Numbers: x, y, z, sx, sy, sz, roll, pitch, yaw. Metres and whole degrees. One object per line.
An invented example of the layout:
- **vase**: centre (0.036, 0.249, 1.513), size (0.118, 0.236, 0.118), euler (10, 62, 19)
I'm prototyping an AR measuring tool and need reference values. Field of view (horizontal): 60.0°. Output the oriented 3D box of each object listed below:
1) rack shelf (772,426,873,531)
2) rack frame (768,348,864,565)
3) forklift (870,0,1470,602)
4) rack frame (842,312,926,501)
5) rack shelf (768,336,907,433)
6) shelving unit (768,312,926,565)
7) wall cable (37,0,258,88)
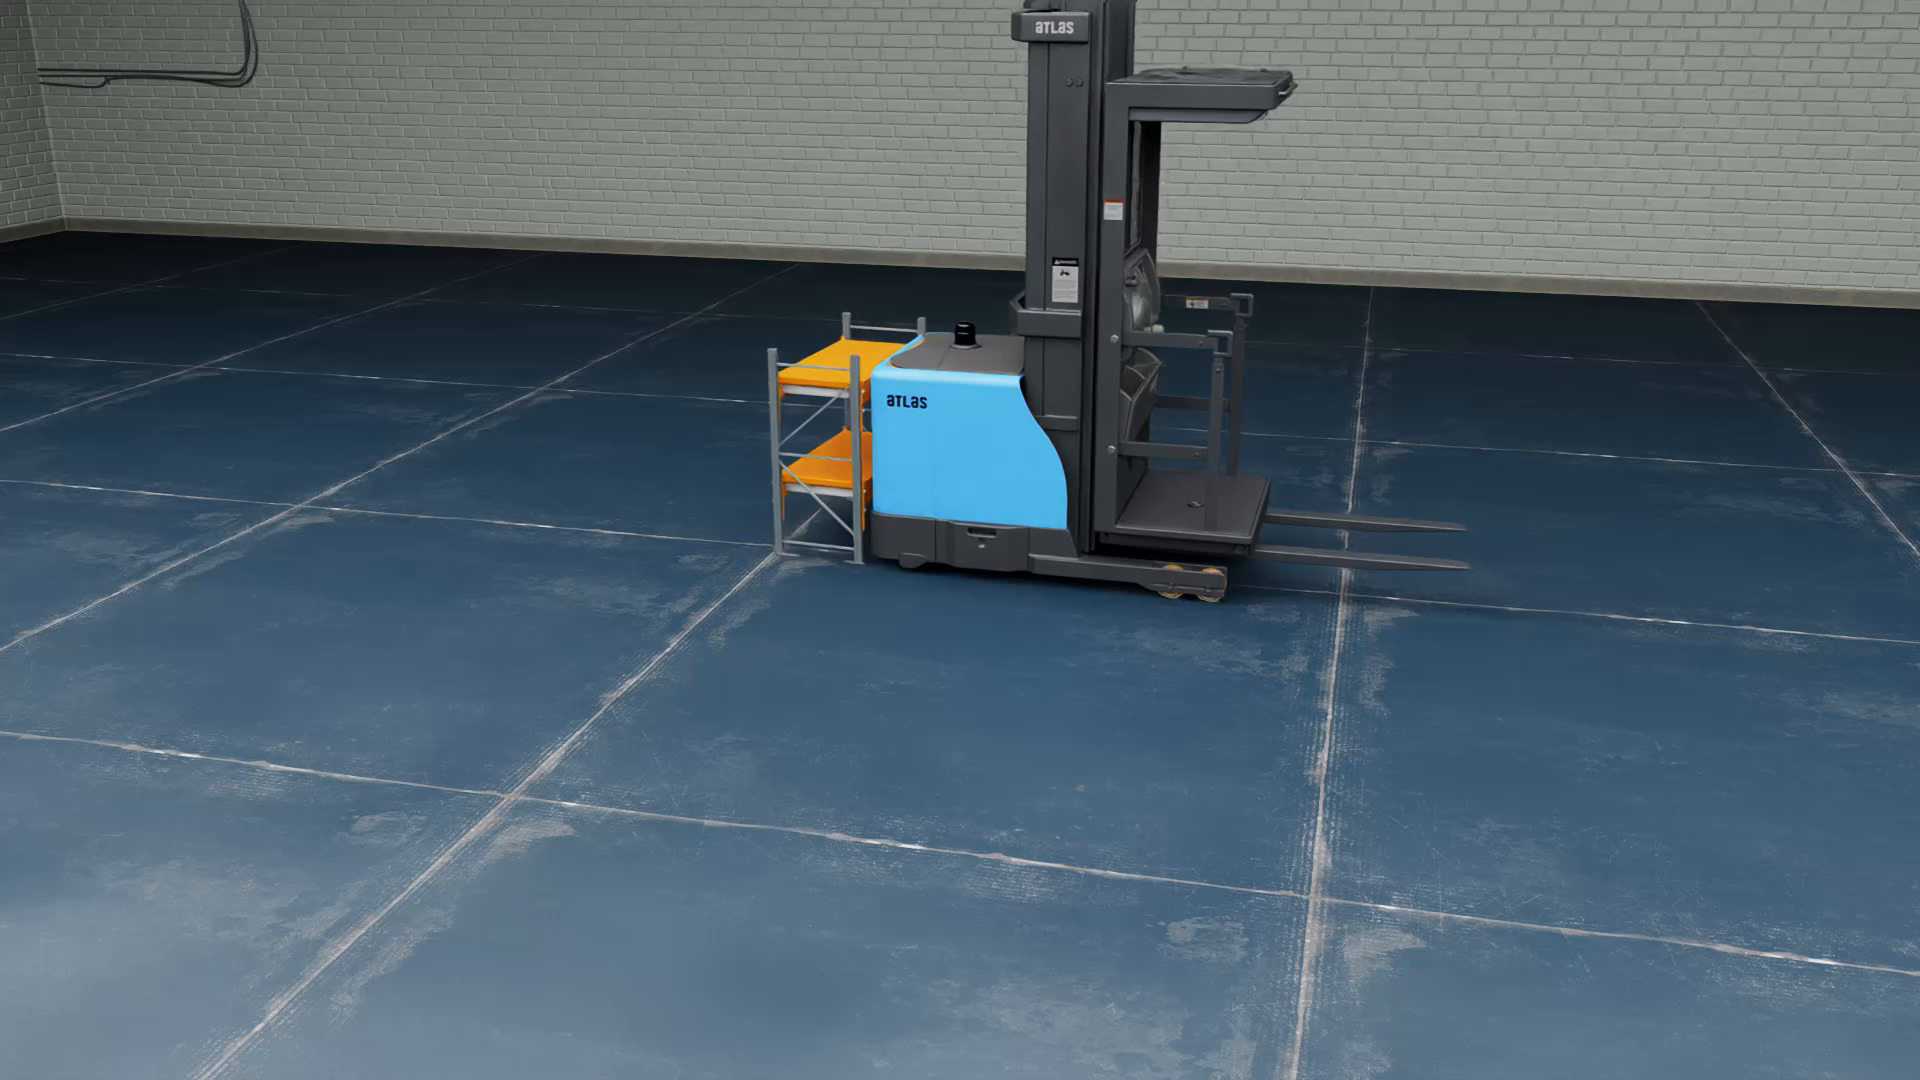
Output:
- **rack shelf**: centre (-0.592, -0.357, 9.248), size (0.538, 0.278, 1.000), euler (6, 20, 17)
- **rack frame**: centre (-0.753, -0.432, 8.712), size (0.500, 1.125, 0.032), euler (6, 20, 17)
- **forklift**: centre (1.106, -1.268, 8.367), size (3.031, 2.935, 1.130), euler (5, 19, 14)
- **rack frame**: centre (-0.431, -0.744, 9.625), size (0.500, 1.125, 0.032), euler (6, 20, 17)
- **rack shelf**: centre (-0.592, -0.865, 9.074), size (0.538, 0.278, 1.000), euler (6, 20, 17)
- **shelving unit**: centre (-0.592, -0.588, 9.169), size (0.538, 1.125, 1.048), euler (6, 20, 17)
- **wall cable**: centre (-9.457, -6.426, 18.883), size (3.097, 2.526, 0.112), euler (5, 19, 13)
